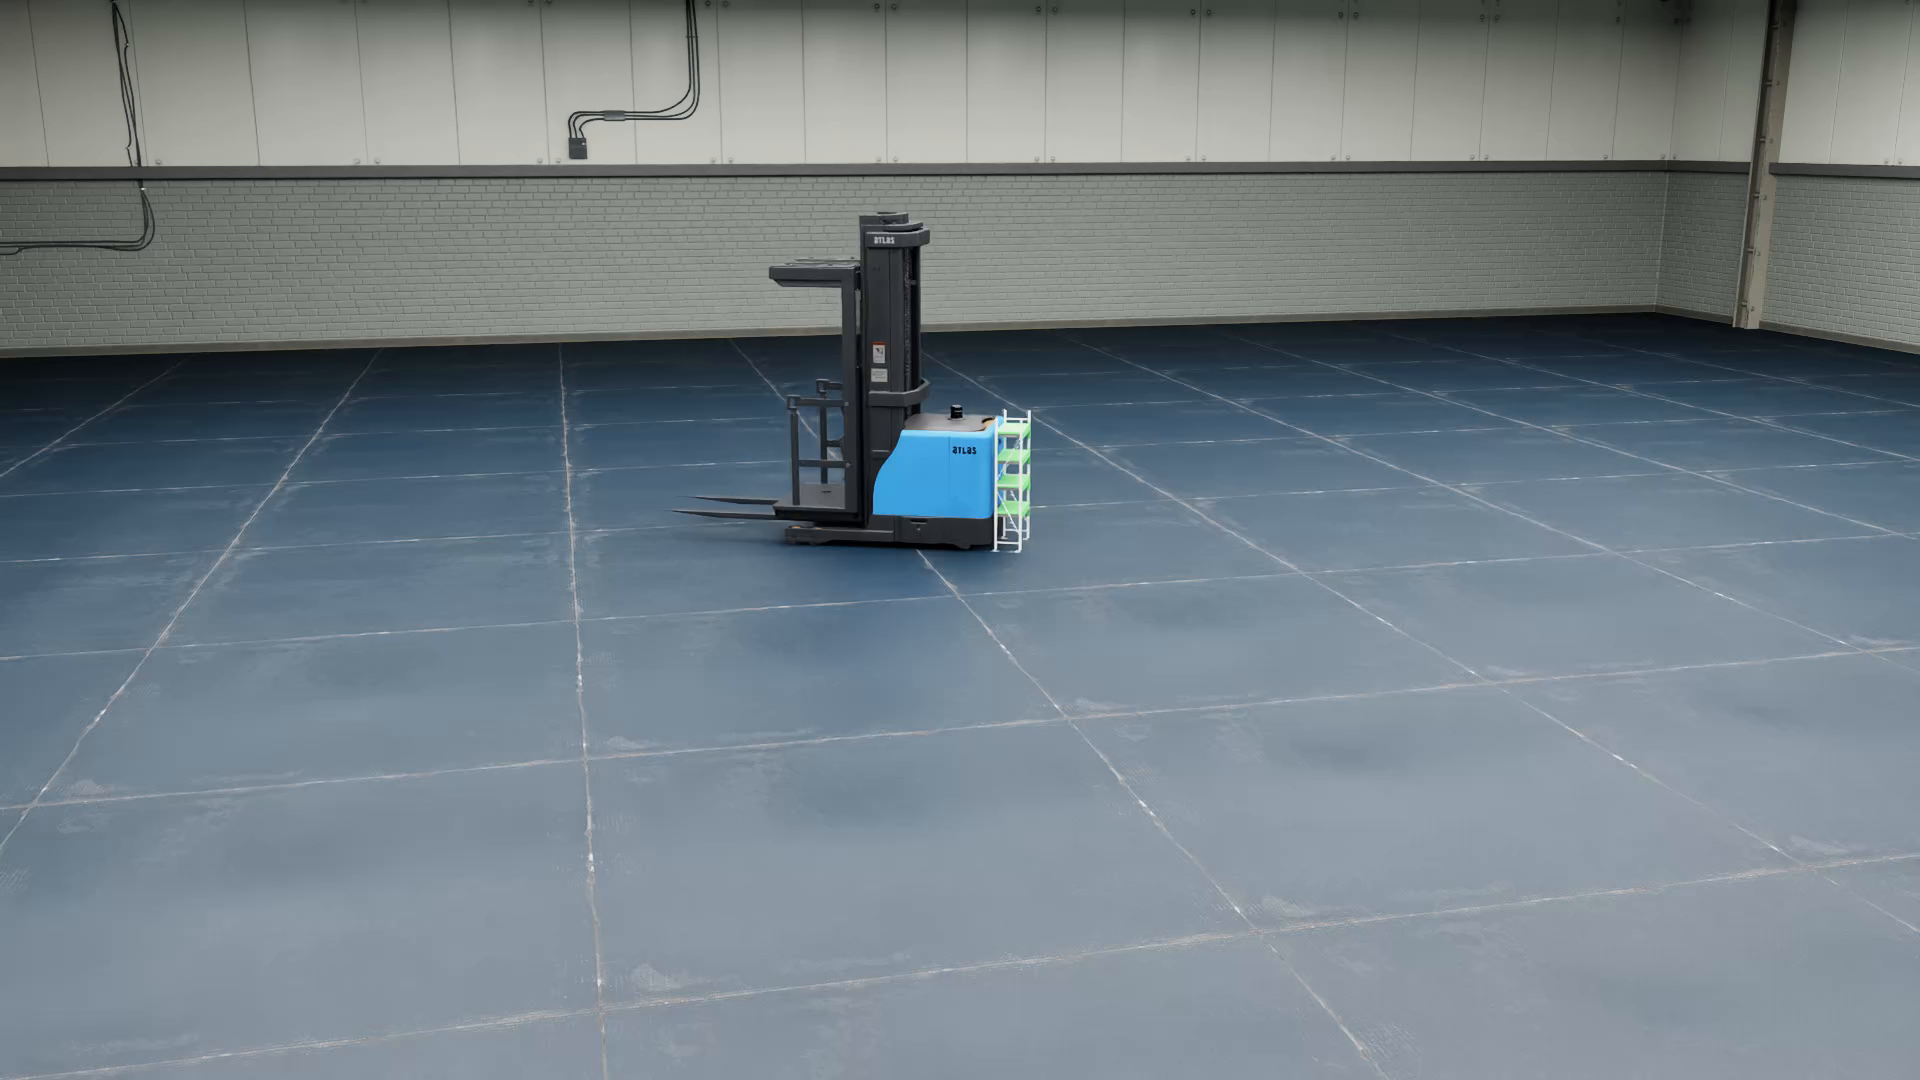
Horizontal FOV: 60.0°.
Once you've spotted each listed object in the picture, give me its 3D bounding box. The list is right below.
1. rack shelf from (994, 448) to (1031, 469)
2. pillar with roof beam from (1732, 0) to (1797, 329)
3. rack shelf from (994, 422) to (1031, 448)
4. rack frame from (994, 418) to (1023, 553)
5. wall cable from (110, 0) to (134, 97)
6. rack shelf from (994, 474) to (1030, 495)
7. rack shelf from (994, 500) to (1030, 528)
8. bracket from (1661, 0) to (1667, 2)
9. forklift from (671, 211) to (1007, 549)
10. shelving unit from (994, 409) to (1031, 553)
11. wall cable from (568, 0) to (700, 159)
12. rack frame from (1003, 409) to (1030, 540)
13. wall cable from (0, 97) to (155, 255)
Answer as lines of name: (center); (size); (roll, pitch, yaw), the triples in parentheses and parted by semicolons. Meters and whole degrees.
rack shelf: (0.470, -0.705, 14.864); (0.258, 0.148, 0.480); (3, 14, 10)
pillar with roof beam: (10.923, -8.213, 29.905); (9.100, 9.000, 0.548); (-3, 14, -13)
rack shelf: (0.471, -0.938, 14.807); (0.258, 0.148, 0.480); (3, 14, 10)
rack frame: (0.426, -0.477, 14.673); (0.240, 1.200, 0.015); (3, 14, 10)
wall cable: (-12.288, -8.546, 27.171); (3.097, 2.526, 0.112); (-3, 14, -13)
rack shelf: (0.470, -0.472, 14.921); (0.258, 0.148, 0.480); (3, 14, 10)
rack shelf: (0.470, -0.238, 14.978); (0.258, 0.148, 0.480); (3, 14, 10)
bracket: (14.108, -10.824, 33.009); (0.235, 0.232, 0.430); (-3, 14, -13)
forklift: (-1.129, -1.492, 15.181); (3.031, 2.935, 1.130); (2, 14, 10)
shelving unit: (0.470, -0.534, 14.906); (0.258, 1.200, 0.503); (3, 14, 10)
wall cable: (-5.686, -9.628, 28.532); (2.305, 6.003, 0.169); (-3, 14, -13)
rack frame: (0.514, -0.591, 15.139); (0.240, 1.200, 0.015); (3, 14, 10)
wall cable: (-14.918, -5.942, 27.153); (3.097, 2.526, 0.112); (-3, 14, -13)
